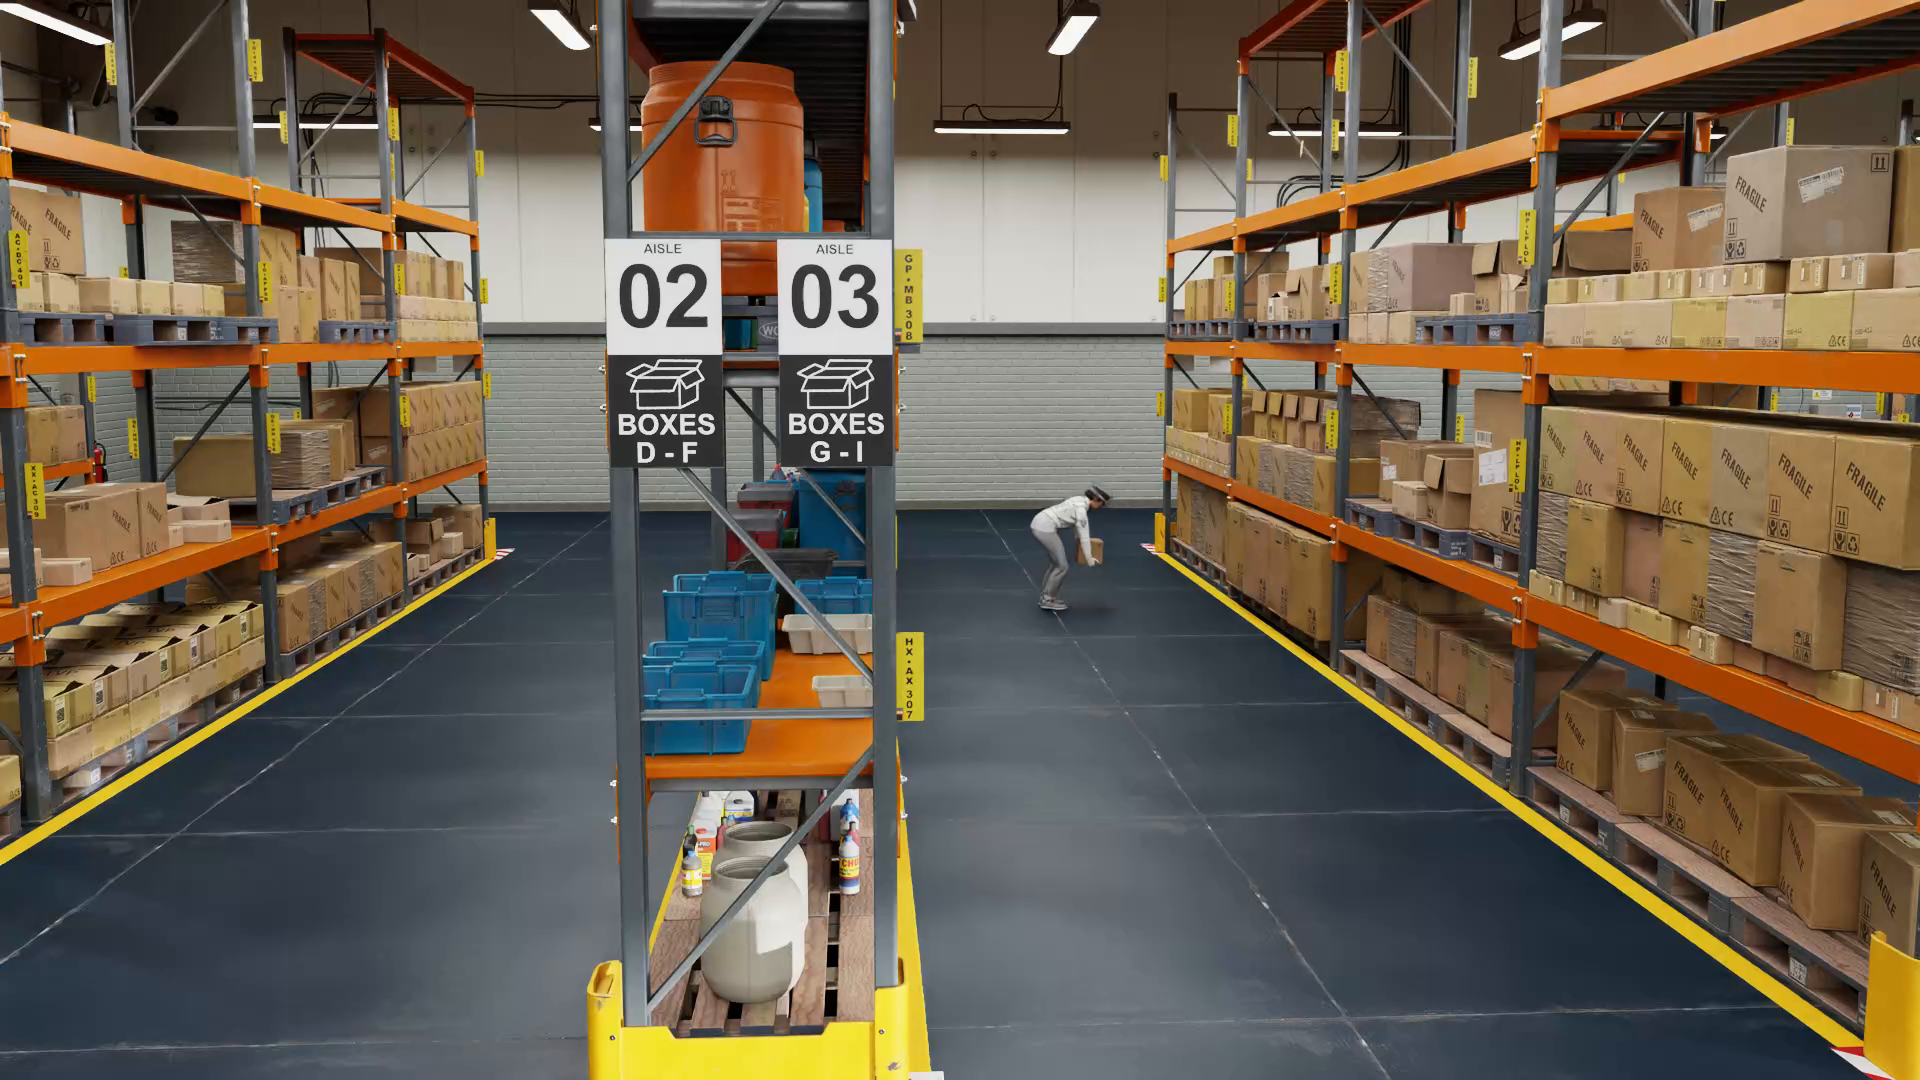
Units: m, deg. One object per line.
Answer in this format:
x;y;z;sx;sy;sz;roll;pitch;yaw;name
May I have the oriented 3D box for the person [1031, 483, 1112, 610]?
1.182;0.066;17.630;0.866;1.326;0.421;-1;7;-6;person
